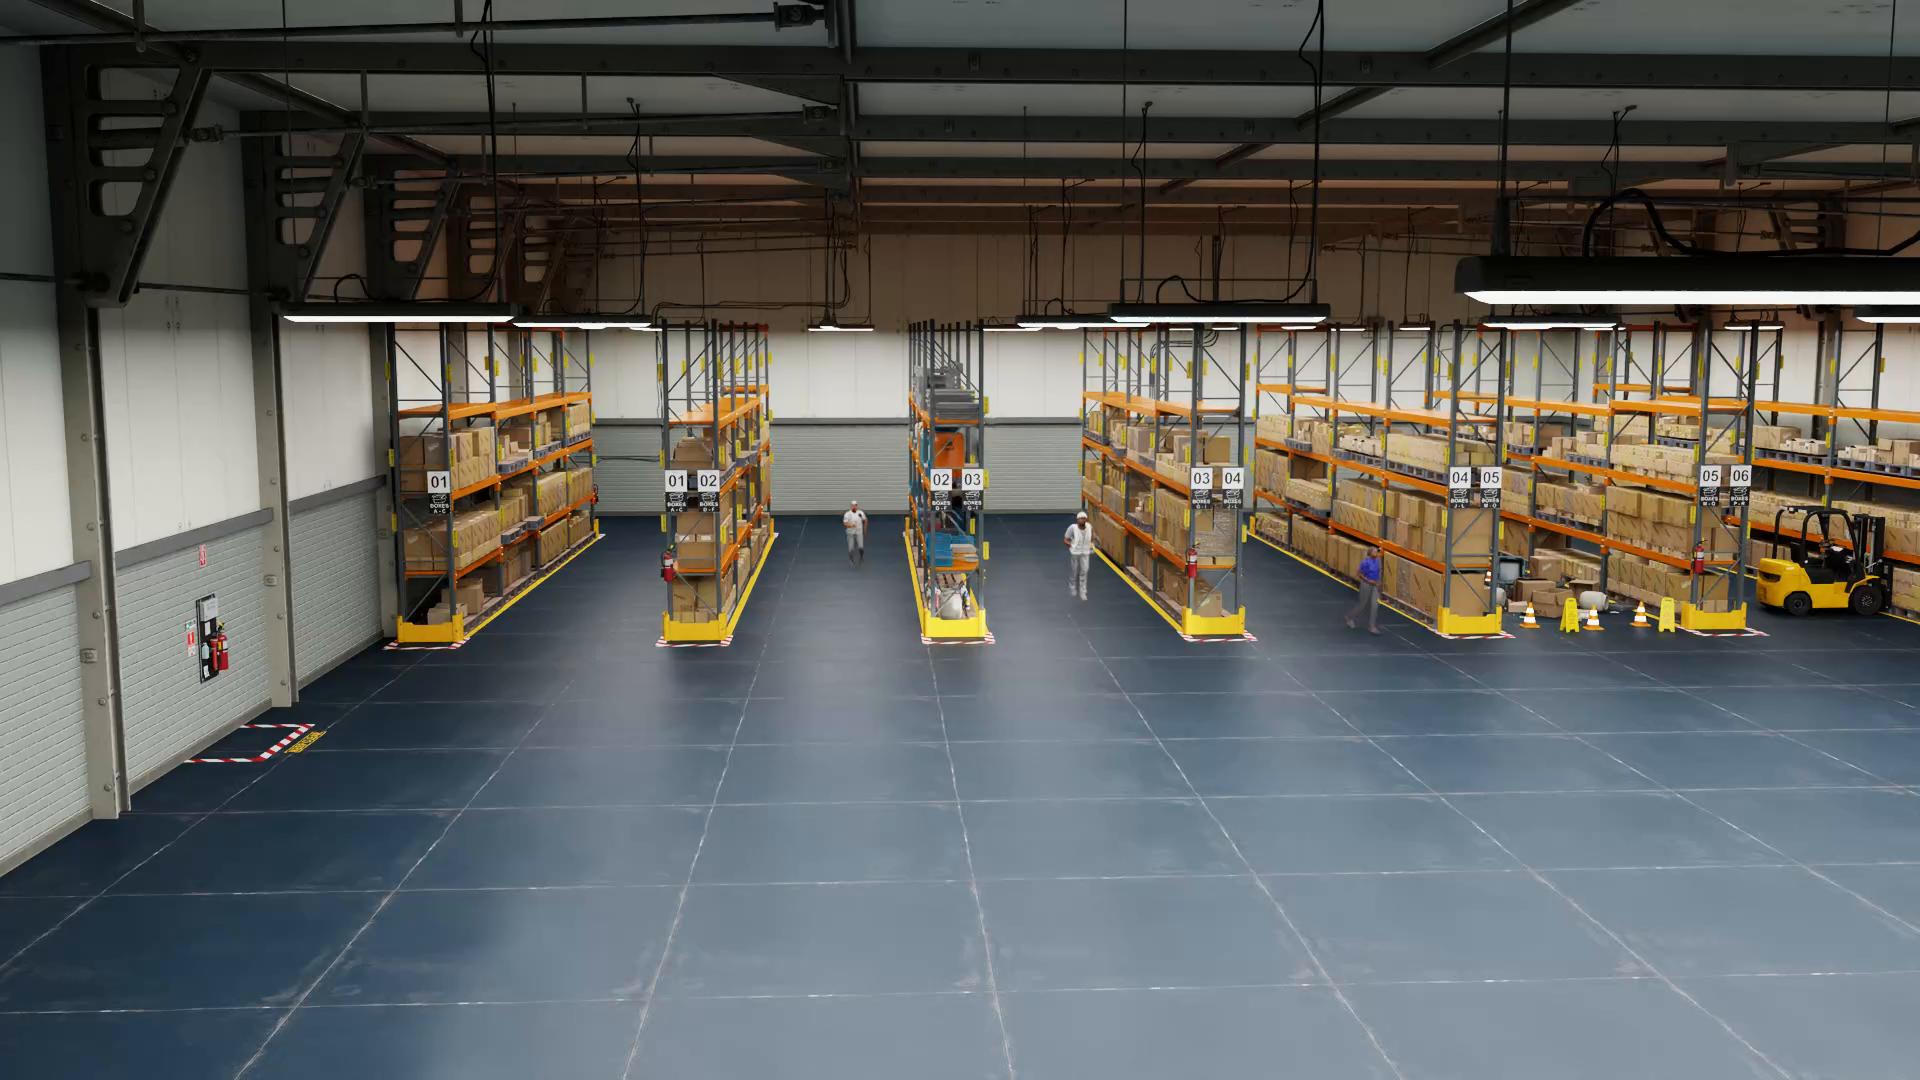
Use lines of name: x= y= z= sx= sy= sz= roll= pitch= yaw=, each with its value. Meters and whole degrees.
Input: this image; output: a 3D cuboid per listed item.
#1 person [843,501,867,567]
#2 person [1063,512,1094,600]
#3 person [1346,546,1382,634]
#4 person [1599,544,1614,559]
person: x=-2.560 y=-0.138 z=40.837 sx=0.601 sy=1.644 sz=0.648 roll=-1 pitch=7 yaw=-8
person: x=2.483 y=0.309 z=34.407 sx=0.708 sy=1.803 sz=0.952 roll=-2 pitch=7 yaw=-14
person: x=7.926 y=0.953 z=32.245 sx=0.636 sy=1.656 sz=0.774 roll=-4 pitch=8 yaw=-32
person: x=16.130 y=-0.169 z=41.197 sx=0.566 sy=1.622 sz=0.667 roll=-1 pitch=7 yaw=-6
